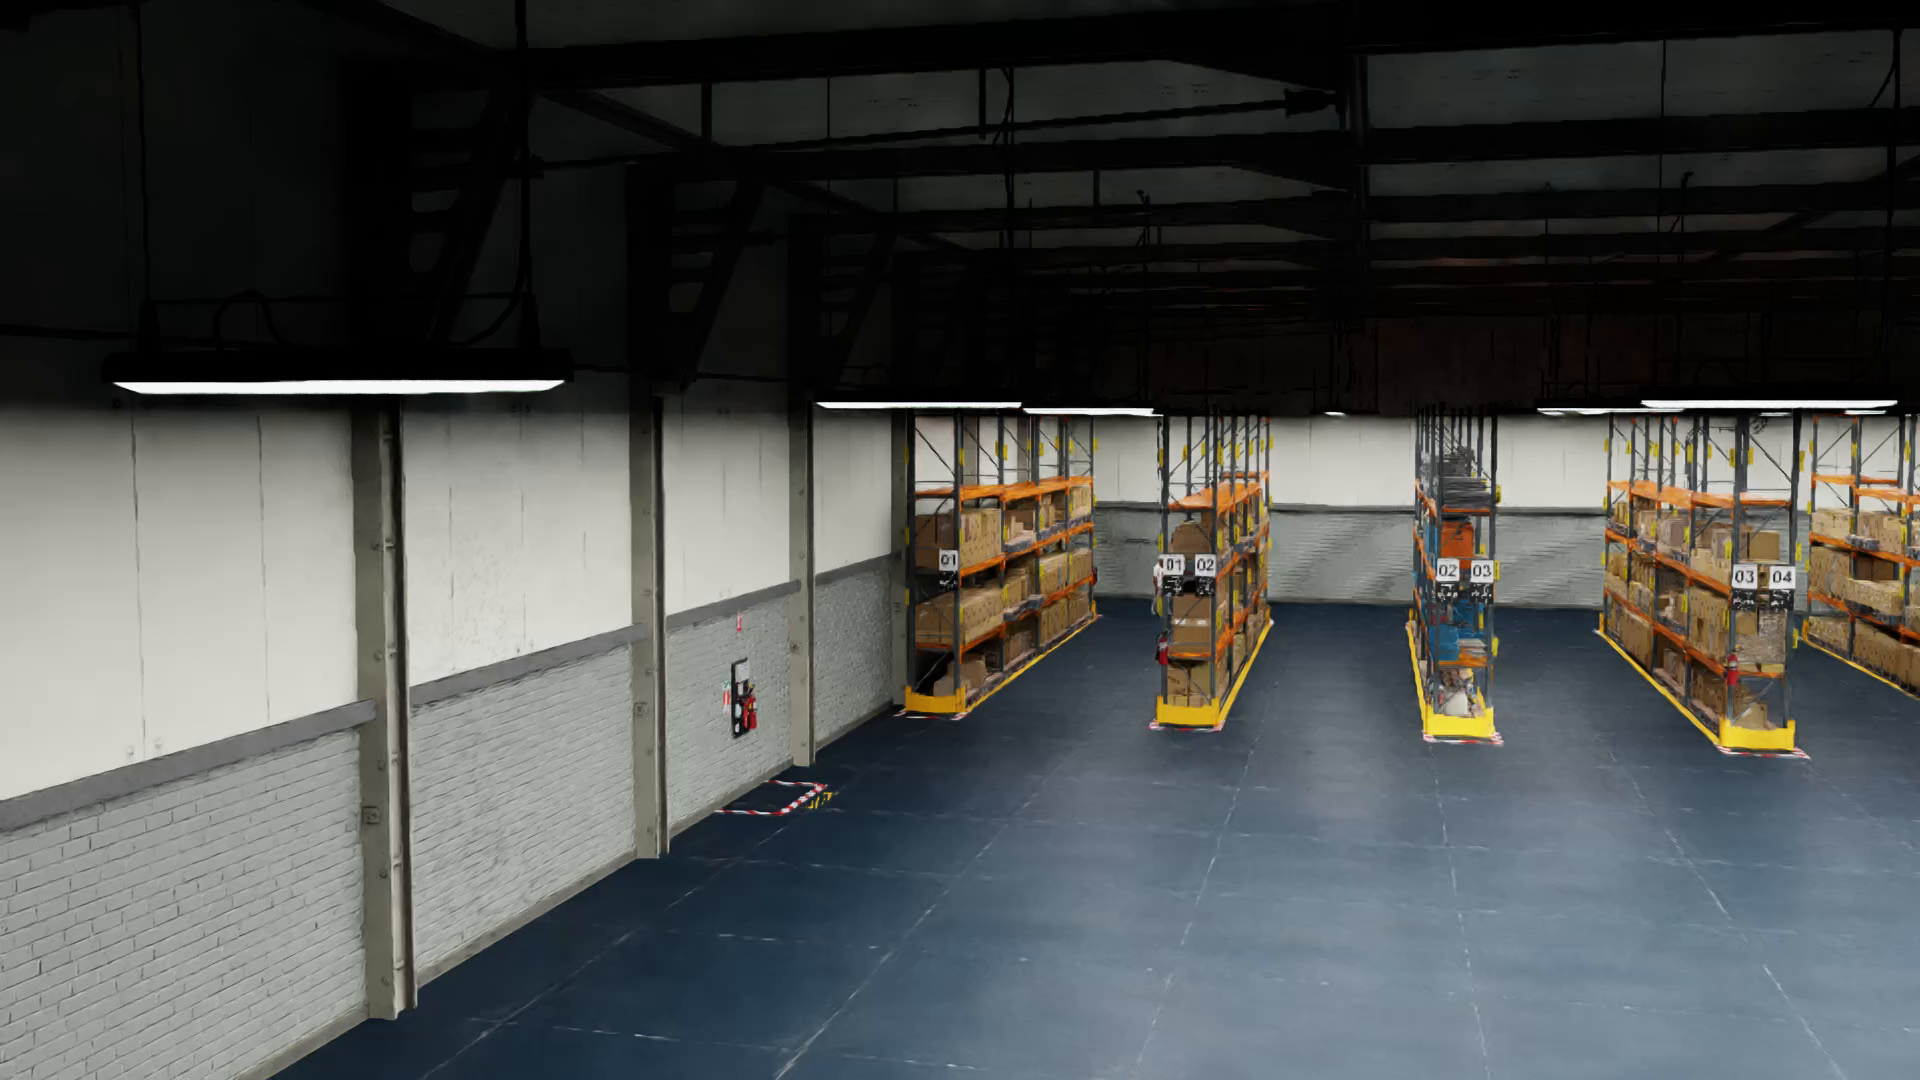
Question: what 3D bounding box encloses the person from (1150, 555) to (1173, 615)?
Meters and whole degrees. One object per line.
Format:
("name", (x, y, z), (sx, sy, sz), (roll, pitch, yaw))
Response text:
("person", (5.888, 1.306, 48.423), (0.718, 1.758, 0.532), (-4, 6, -43))
